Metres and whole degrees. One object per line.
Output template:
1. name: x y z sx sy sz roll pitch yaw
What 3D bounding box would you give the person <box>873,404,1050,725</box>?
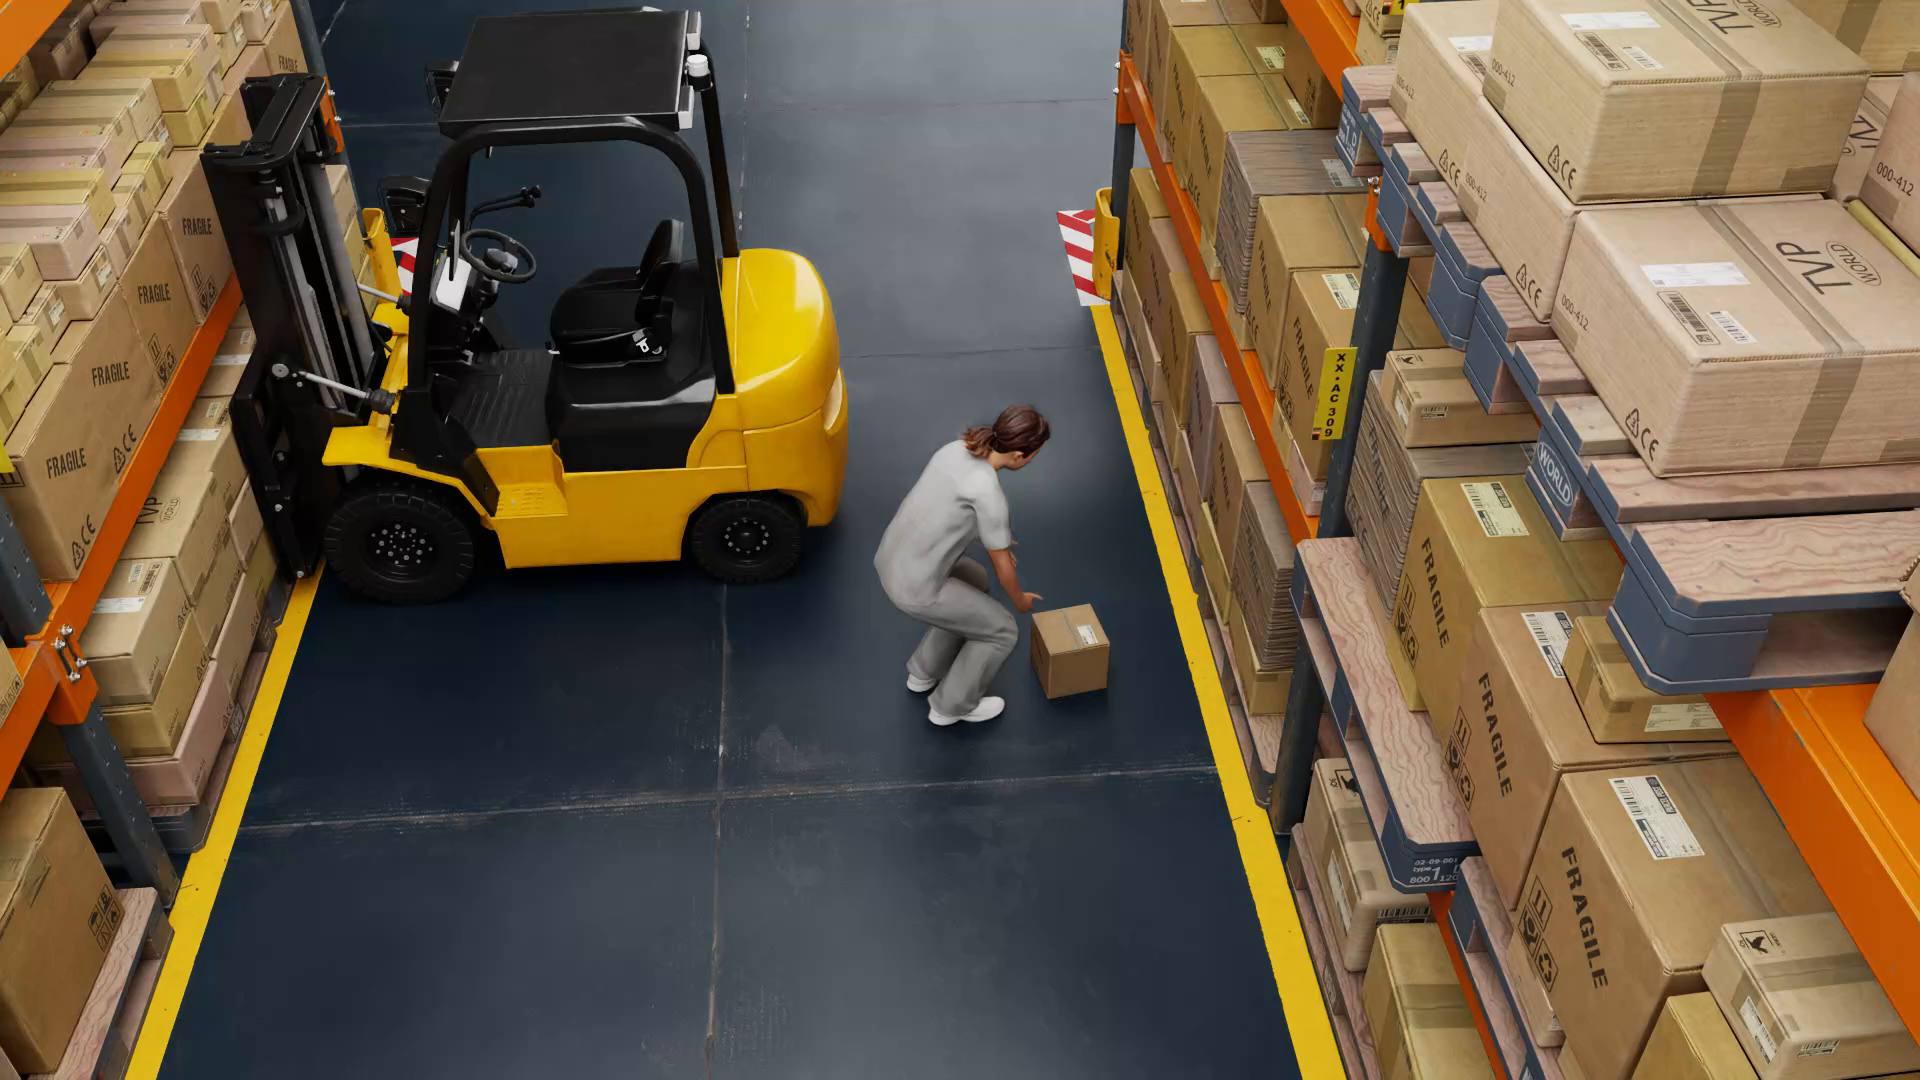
1. person: 0.004 0.090 6.320 0.667 1.333 0.491 -11 40 -13
